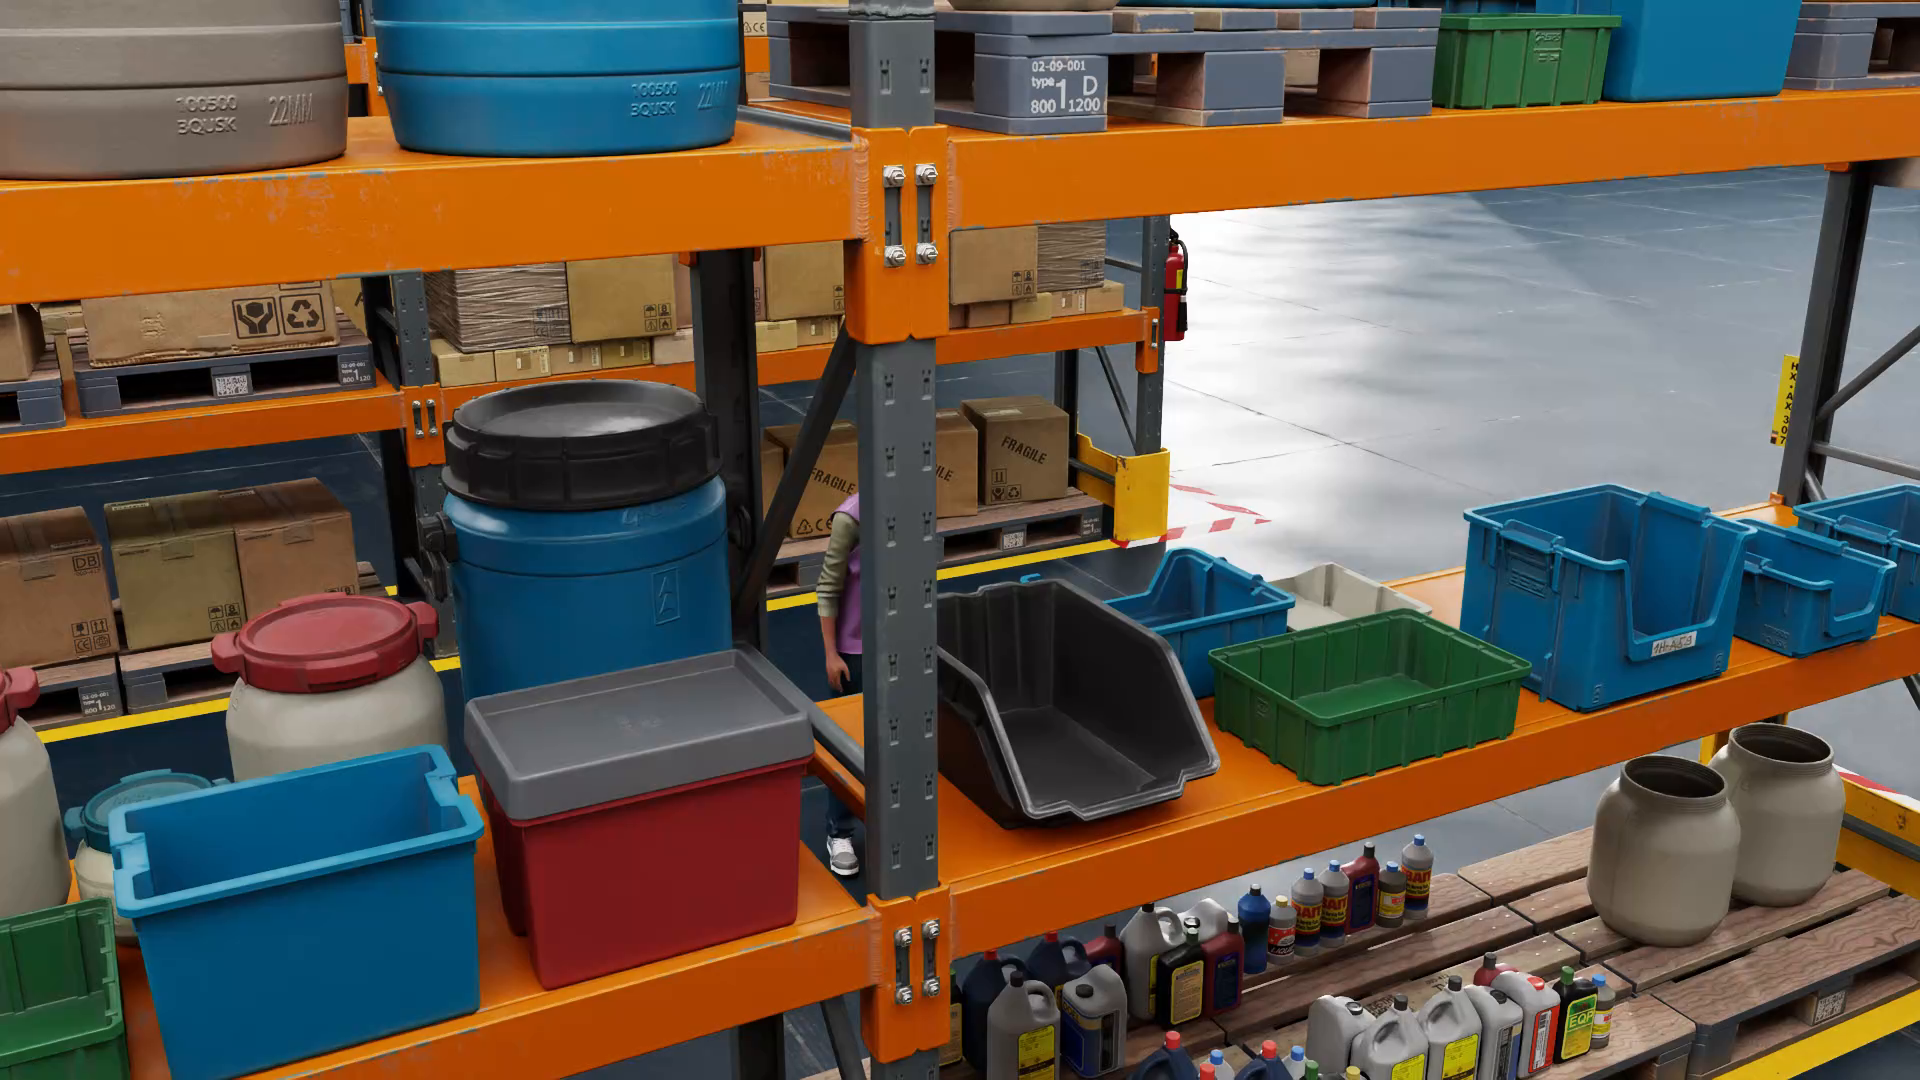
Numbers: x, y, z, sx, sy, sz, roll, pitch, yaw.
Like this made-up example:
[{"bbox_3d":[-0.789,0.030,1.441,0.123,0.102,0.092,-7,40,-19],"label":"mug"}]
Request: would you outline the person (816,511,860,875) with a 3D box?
[{"bbox_3d":[-0.287,0.409,5.931,0.481,1.555,0.325,-11,22,-29],"label":"person"}]
